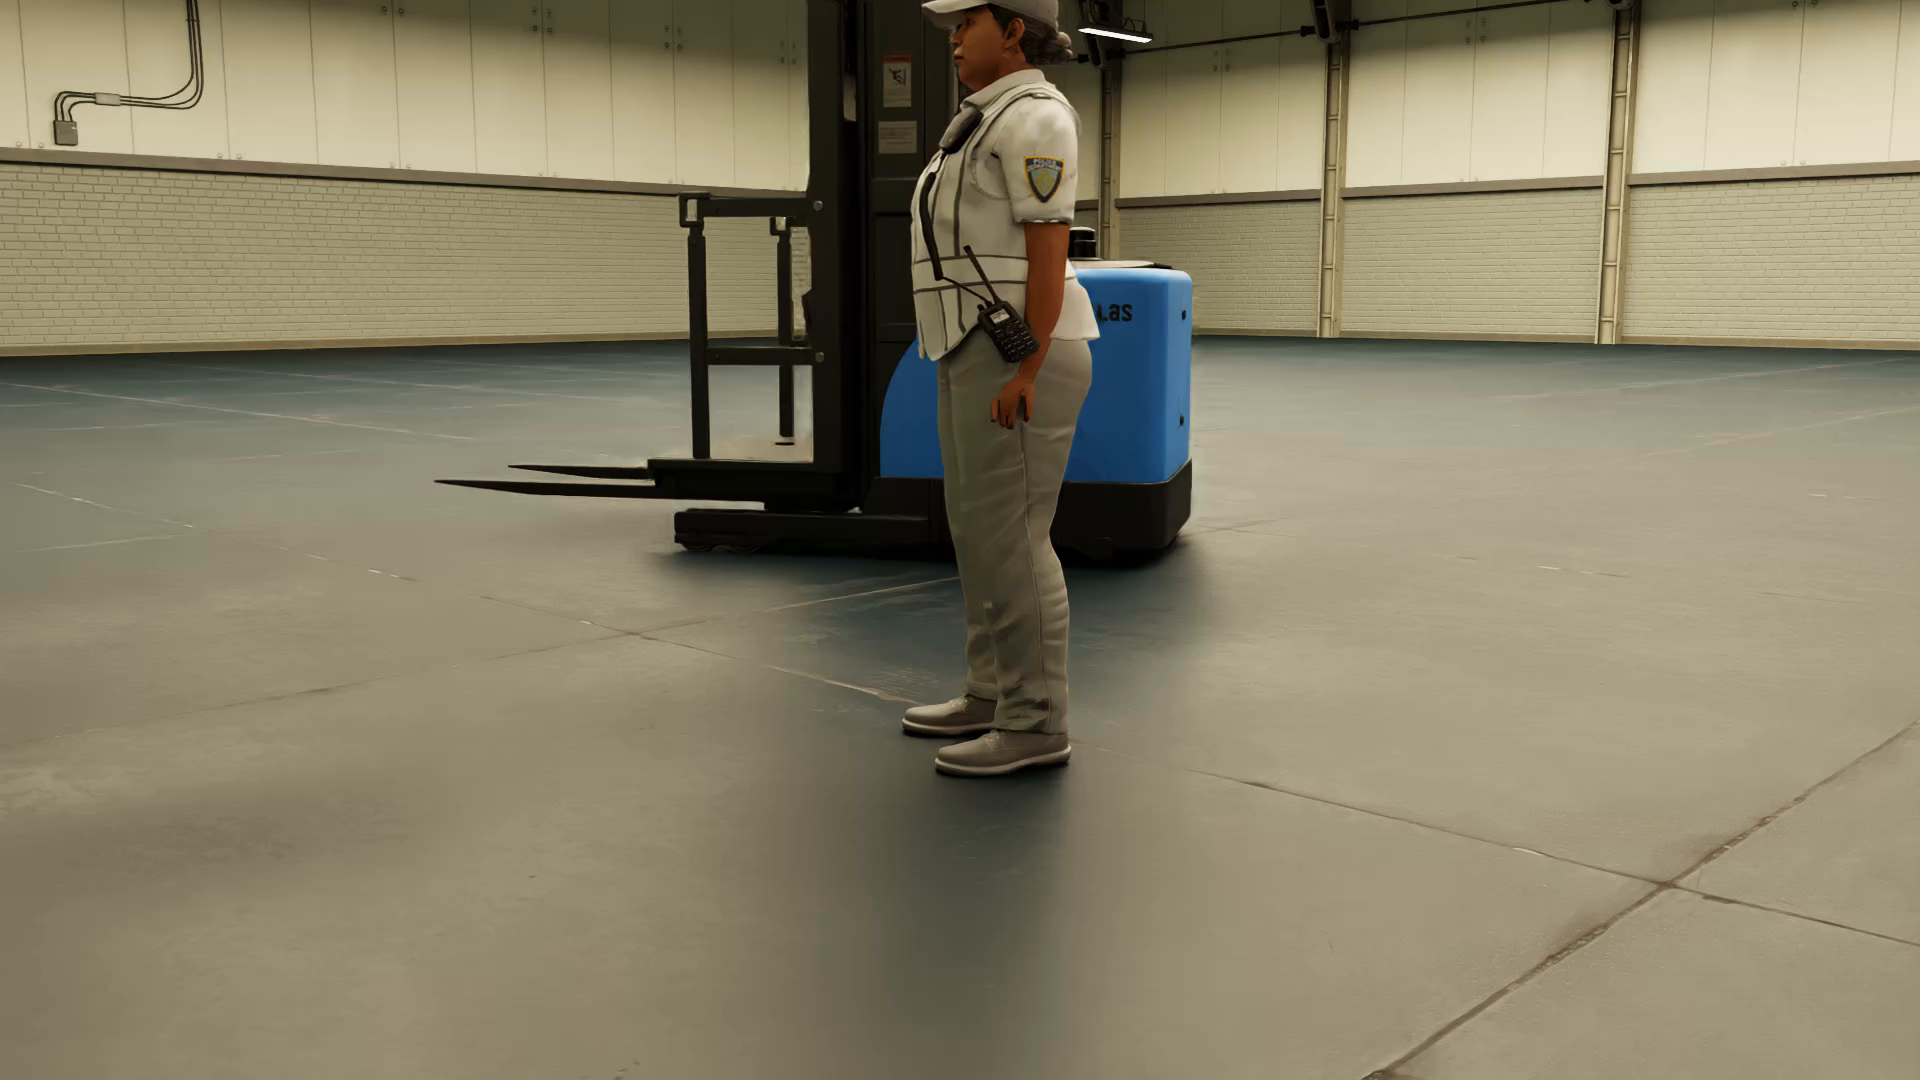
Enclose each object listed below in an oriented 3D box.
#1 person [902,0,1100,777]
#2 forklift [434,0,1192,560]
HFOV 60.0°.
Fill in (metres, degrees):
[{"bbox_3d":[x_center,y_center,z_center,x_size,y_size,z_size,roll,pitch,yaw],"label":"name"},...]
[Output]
[{"bbox_3d":[0.081,-0.359,3.535,0.395,1.668,0.486,-2,9,-11],"label":"person"},{"bbox_3d":[-0.619,-1.468,6.626,3.031,2.935,1.130,2,9,13],"label":"forklift"}]
